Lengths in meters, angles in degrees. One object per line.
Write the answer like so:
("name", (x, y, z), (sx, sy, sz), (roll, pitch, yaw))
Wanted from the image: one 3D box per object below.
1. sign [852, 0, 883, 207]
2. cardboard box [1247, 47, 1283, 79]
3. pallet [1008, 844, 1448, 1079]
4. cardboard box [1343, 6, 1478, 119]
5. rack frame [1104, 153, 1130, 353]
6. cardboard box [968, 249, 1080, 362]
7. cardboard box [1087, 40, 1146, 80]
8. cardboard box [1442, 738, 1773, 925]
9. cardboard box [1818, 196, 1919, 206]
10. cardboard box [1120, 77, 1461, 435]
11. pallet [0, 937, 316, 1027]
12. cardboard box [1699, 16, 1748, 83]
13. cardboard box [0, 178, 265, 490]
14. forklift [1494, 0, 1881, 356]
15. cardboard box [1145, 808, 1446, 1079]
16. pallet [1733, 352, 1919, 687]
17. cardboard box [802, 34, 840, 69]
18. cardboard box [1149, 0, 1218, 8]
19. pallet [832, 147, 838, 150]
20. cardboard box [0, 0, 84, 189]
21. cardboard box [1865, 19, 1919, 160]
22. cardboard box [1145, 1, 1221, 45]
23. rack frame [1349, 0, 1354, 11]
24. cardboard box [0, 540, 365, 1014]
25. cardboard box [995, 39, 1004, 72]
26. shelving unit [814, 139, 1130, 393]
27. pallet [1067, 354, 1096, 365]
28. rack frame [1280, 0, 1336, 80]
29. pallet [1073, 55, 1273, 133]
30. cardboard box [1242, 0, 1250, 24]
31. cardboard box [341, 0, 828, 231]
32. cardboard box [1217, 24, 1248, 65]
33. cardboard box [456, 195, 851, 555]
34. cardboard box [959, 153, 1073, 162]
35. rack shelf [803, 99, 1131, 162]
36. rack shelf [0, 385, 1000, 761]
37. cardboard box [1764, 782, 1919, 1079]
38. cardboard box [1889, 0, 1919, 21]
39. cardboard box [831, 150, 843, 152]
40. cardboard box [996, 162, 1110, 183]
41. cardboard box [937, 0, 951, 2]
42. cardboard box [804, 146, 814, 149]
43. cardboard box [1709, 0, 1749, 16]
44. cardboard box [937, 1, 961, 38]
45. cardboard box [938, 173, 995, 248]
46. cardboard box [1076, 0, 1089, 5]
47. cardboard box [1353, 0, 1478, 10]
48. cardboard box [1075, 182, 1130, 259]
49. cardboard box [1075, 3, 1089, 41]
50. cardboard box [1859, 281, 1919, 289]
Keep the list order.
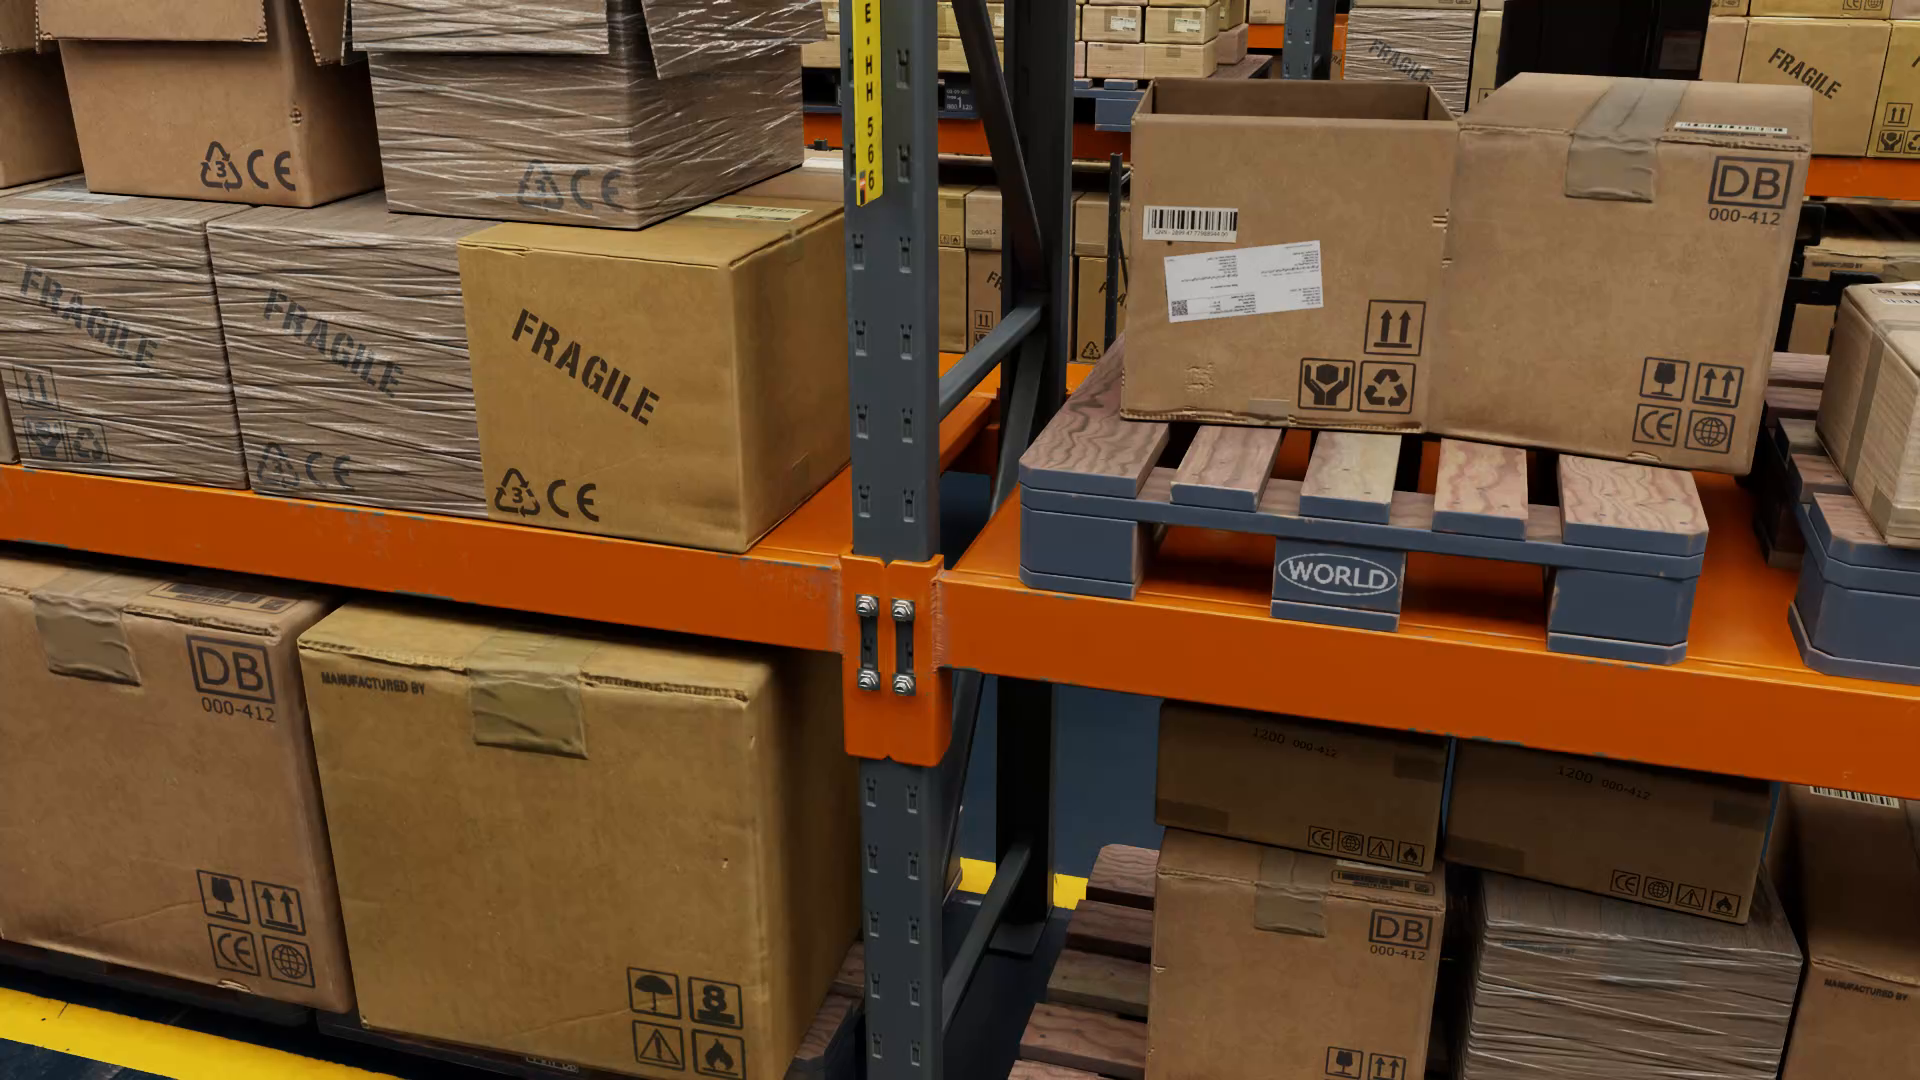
("sign", (-0.131, -0.647, 2.368), (0.005, 0.325, 0.100), (7, 23, 16))
("cardboard box", (2.251, -3.231, 12.440), (0.875, 0.875, 0.875), (6, 23, 15))
("pallet", (0.774, 1.063, 3.399), (1.213, 0.211, 1.003), (7, 23, 16))
("cardboard box", (1.907, -2.003, 7.069), (0.500, 0.500, 0.500), (7, 23, 16))
("rack frame", (0.568, -0.629, 5.827), (0.032, 1.500, 0.500), (7, 23, 16))
("cardboard box", (0.354, -1.177, 7.928), (0.500, 0.500, 0.500), (8, 23, 18))
("cardboard box", (0.713, -2.097, 7.207), (0.250, 0.149, 0.380), (6, 23, 15))
("cardboard box", (1.187, 0.410, 3.044), (0.500, 0.250, 0.500), (9, 24, 21))
("cardboard box", (6.215, -2.510, 11.346), (0.625, 0.372, 0.950), (7, 23, 16))
("cardboard box", (0.555, -0.509, 2.873), (0.500, 0.500, 0.500), (4, 23, 9))
("pallet", (-1.871, 0.729, 4.215), (1.213, 0.211, 1.003), (7, 23, 16))
("cardboard box", (2.878, -1.893, 6.800), (0.500, 0.500, 0.500), (7, 23, 15))
("cardboard box", (-1.492, -0.436, 3.248), (0.500, 0.500, 0.500), (6, 23, 14))
("forklift", (2.279, -1.016, 4.885), (3.031, 2.935, 1.130), (7, 23, 17))
("cardboard box", (0.673, 0.706, 3.310), (0.500, 0.500, 0.700), (5, 23, 13))
("pallet", (1.933, -0.022, 2.624), (1.213, 0.211, 1.003), (7, 23, 16))
("cardboard box", (-0.538, -2.240, 7.557), (0.250, 0.149, 0.380), (5, 23, 13))
("cardboard box", (0.954, -2.344, 7.027), (0.250, 0.149, 0.380), (6, 23, 13))
("pallet", (-1.646, -3.174, 13.729), (1.213, 0.211, 1.003), (7, 23, 16))
("cardboard box", (-1.936, -1.053, 3.431), (0.637, 0.503, 0.797), (7, 23, 17))
("cardboard box", (3.841, -1.783, 6.531), (0.500, 0.500, 0.500), (7, 23, 16))
("cardboard box", (0.951, -2.208, 7.087), (0.250, 0.149, 0.380), (7, 23, 17))
("rack frame", (2.889, -3.914, 11.858), (0.127, 3.000, 1.000), (7, 23, 16))
("cardboard box", (-1.480, 0.292, 3.852), (0.875, 0.875, 1.225), (7, 23, 16))
("cardboard box", (0.229, -2.154, 7.346), (0.250, 0.149, 0.380), (6, 23, 15))
("shelving unit", (0.073, -0.686, 5.965), (1.083, 1.500, 0.587), (7, 23, 16))
("pallet", (0.808, -0.900, 8.186), (1.213, 0.211, 1.003), (7, 23, 16))
("rack frame", (1.556, -2.104, 7.447), (0.127, 3.000, 1.000), (7, 23, 16))
("pallet", (0.843, -2.055, 7.579), (1.003, 0.211, 1.213), (7, 23, 16))
("cardboard box", (1.836, -3.856, 11.914), (0.500, 0.250, 0.500), (7, 23, 16))
("cardboard box", (-0.669, -0.909, 3.081), (0.637, 0.503, 0.797), (7, 23, 17))
("cardboard box", (1.186, -2.304, 7.713), (0.250, 0.149, 0.380), (6, 23, 15))
("cardboard box", (-0.518, -0.323, 2.974), (0.500, 0.500, 0.500), (7, 23, 17))
("cardboard box", (0.543, -3.428, 12.921), (0.875, 0.875, 0.875), (7, 23, 17))
("rack shelf", (-0.359, -1.990, 8.118), (4.000, 0.370, 1.077), (7, 23, 16))
("rack shelf", (-1.889, -0.199, 3.751), (4.000, 0.370, 1.077), (7, 23, 16))
("cardboard box", (1.753, 0.822, 3.028), (0.500, 0.500, 0.700), (9, 24, 20))
("cardboard box", (3.931, -2.338, 6.567), (0.500, 0.500, 0.700), (7, 23, 16))
("cardboard box", (-0.489, -1.823, 8.515), (0.500, 0.250, 0.500), (5, 23, 13))
("cardboard box", (0.480, -1.708, 8.233), (0.500, 0.250, 0.500), (6, 23, 15))
("cardboard box", (-0.022, -2.458, 7.303), (0.250, 0.149, 0.380), (7, 23, 16))
("cardboard box", (-1.511, -3.469, 13.597), (0.875, 0.438, 0.875), (6, 23, 15))
("cardboard box", (2.959, -2.450, 6.840), (0.500, 0.500, 0.700), (6, 23, 15))
("cardboard box", (-0.035, -2.321, 7.361), (0.250, 0.149, 0.380), (6, 23, 15))
("cardboard box", (-0.144, -1.581, 7.925), (0.500, 0.250, 0.500), (7, 23, 17))
("cardboard box", (0.463, -2.401, 7.166), (0.250, 0.149, 0.380), (7, 23, 17))
("cardboard box", (1.983, -2.560, 7.109), (0.500, 0.500, 0.700), (6, 23, 15))
("cardboard box", (0.825, -1.468, 7.650), (0.500, 0.250, 0.500), (6, 23, 14))
("cardboard box", (0.442, -2.265, 7.225), (0.250, 0.149, 0.380), (7, 23, 17))
("cardboard box", (1.701, -0.360, 2.820), (0.258, 0.266, 0.396), (6, 23, 14))
